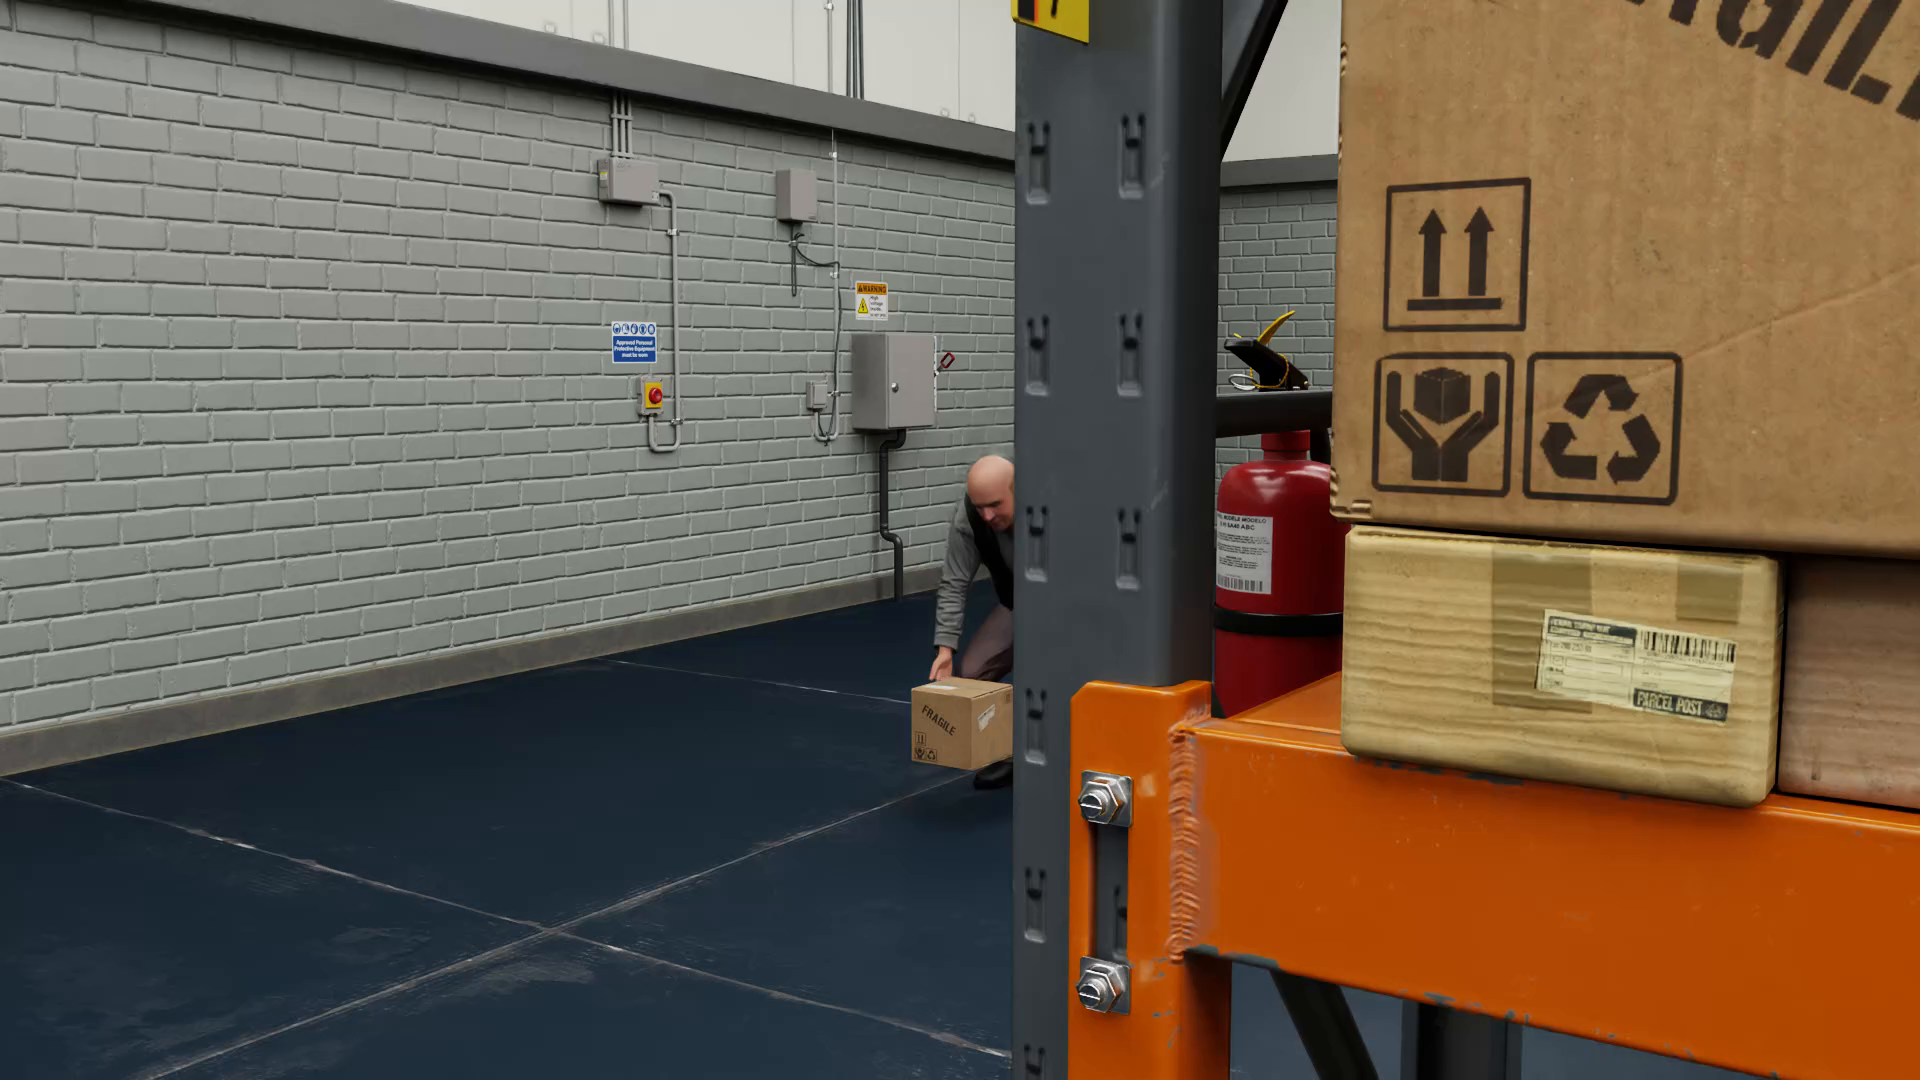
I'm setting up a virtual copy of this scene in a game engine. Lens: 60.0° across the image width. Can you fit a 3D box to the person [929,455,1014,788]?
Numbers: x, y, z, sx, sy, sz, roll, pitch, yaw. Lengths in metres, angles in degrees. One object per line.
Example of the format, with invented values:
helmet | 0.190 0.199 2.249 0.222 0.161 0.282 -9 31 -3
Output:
person | 0.264 0.299 5.919 0.583 1.232 0.789 4 7 33
